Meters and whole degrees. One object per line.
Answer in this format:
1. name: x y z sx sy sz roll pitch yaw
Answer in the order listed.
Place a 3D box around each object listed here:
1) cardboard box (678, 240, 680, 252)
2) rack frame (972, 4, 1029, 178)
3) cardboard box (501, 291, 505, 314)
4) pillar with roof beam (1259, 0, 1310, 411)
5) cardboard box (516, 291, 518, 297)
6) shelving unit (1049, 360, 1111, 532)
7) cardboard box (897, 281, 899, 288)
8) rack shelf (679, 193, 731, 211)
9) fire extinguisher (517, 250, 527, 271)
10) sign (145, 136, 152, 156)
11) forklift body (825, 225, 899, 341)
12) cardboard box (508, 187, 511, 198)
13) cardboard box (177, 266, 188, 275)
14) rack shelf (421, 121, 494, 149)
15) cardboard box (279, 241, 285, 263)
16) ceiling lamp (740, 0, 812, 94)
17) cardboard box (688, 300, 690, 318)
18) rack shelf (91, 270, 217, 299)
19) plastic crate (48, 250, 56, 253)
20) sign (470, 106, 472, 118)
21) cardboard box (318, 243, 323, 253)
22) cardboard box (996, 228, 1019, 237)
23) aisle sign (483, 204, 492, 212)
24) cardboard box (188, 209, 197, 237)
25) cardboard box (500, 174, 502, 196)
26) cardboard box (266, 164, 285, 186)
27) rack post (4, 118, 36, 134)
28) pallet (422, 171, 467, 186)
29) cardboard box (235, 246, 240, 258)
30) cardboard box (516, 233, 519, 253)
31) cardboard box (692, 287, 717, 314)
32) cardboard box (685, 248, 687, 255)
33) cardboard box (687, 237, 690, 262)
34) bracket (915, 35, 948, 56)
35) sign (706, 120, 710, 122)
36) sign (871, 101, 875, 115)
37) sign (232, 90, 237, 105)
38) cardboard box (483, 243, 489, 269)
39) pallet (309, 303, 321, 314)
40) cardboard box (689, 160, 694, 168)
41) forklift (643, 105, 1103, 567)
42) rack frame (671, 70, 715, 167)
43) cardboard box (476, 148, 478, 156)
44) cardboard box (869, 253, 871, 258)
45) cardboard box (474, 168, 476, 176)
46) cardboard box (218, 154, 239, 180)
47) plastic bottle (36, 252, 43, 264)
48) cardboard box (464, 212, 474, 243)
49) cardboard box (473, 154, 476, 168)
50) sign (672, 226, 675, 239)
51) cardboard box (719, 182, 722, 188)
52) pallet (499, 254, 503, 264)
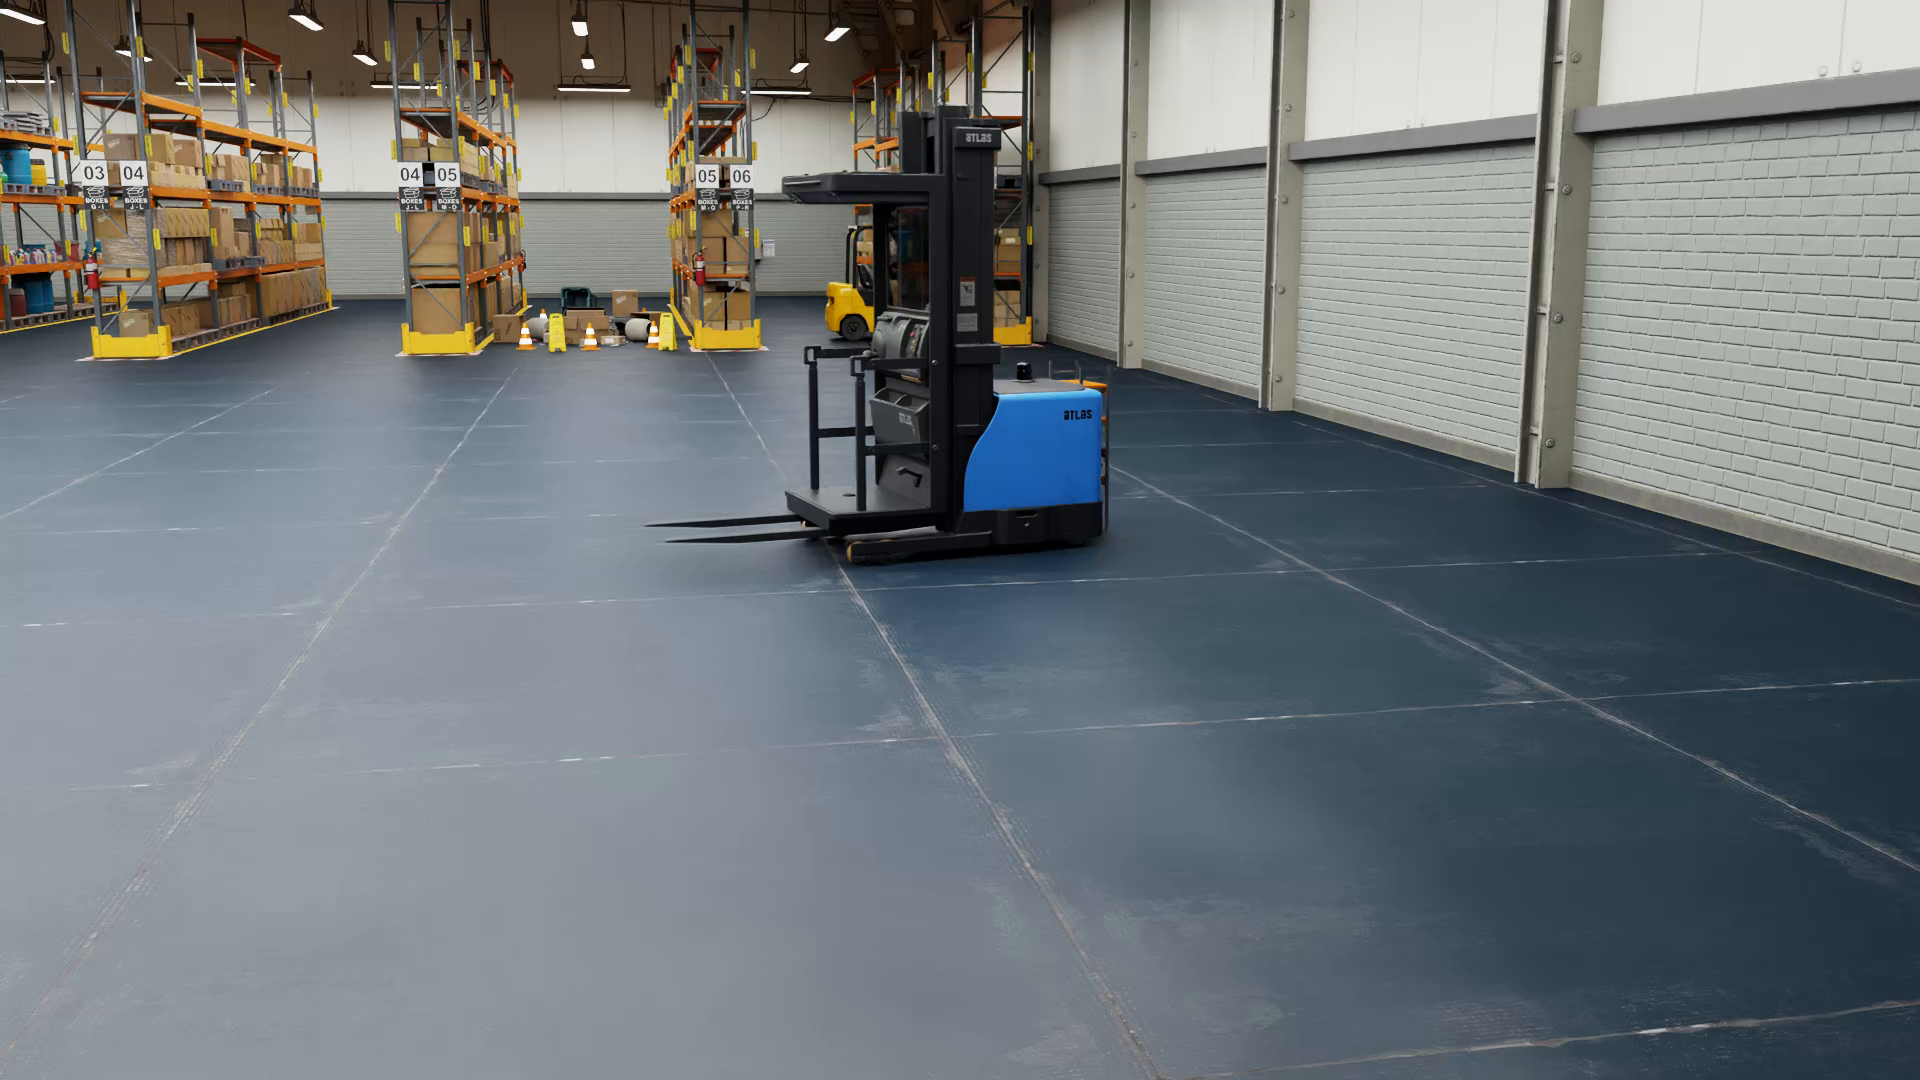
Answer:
1. cardboard box: -6.269 -6.815 38.543 0.500 0.250 0.500 -2 11 -12
2. rack frame: 0.722 -8.037 29.857 1.000 3.000 0.127 -2 11 -11
3. cardboard box: -10.426 -5.295 37.056 0.500 0.500 0.500 -3 11 -13
4. pillar with roof beam: -0.418 -5.840 18.314 9.100 9.000 0.400 -2 11 -11
5. cardboard box: -11.383 -6.224 42.078 0.380 0.149 0.250 -2 11 -10
6. shelving unit: 0.861 -0.687 12.098 0.258 1.200 0.503 -5 12 -23
7. cardboard box: -1.262 -5.985 38.945 0.380 0.149 0.250 -3 11 -14
8. rack shelf: -5.313 -7.130 35.034 1.077 0.370 4.000 -2 11 -11
9. fire extinguisher: -11.690 -7.487 44.213 0.296 0.674 0.183 -2 11 -11
10. sign: -13.335 -6.471 27.314 0.100 0.325 0.005 -2 11 -11
11. forklift body: -1.436 -4.955 31.976 2.313 2.155 1.214 -2 11 -11
12. cardboard box: -11.147 -8.406 40.216 0.500 0.250 0.500 -2 11 -8
13. cardboard box: -13.885 -4.765 29.380 0.380 0.149 0.250 -2 11 -11
14. rack shelf: -10.149 -8.208 33.748 1.077 0.370 4.000 -2 11 -11
15. cardboard box: -15.644 -6.536 37.748 0.500 0.500 0.500 -2 11 -12
16. ceiling lamp: -5.195 -14.246 46.867 2.000 3.185 0.800 -2 11 -11
17. cardboard box: -5.309 -4.913 35.393 0.950 0.372 0.625 -2 11 -9
18. rack shelf: -14.256 -4.562 29.567 1.077 0.370 4.000 -2 11 -11
19. plastic crate: -21.798 -6.896 40.195 0.416 0.233 0.300 -2 11 -11
20. sign: -12.626 -11.070 43.081 0.100 0.325 0.005 -2 11 -11
21. cardboard box: -16.624 -7.476 42.560 0.500 0.250 0.500 -2 11 -12
22. cardboard box: 0.866 -5.673 30.684 0.380 0.149 0.250 -2 11 -12
23. aisle sign: -12.402 -8.925 43.610 0.394 0.787 0.004 -2 11 -11
24. cardboard box: -14.093 -5.713 29.952 0.500 0.500 0.500 -2 11 -11
25. cardboard box: -10.595 -7.998 37.404 0.500 0.500 0.500 -2 11 -11
26. cardboard box: -16.412 -8.669 39.540 0.700 0.500 0.500 -3 11 -14
27. rack post: -20.541 -8.904 35.749 0.937 0.300 0.954 -1 11 -5
28. pallet: -9.137 -6.276 28.863 1.003 0.211 1.213 -2 11 -11
29. cardboard box: -14.834 -5.860 33.699 0.396 0.266 0.258 -2 11 -13
30. cardboard box: -11.551 -7.580 42.435 0.500 0.500 0.500 -2 11 -11
31. cardboard box: -4.959 -4.651 32.334 0.500 0.500 0.500 -2 11 -9
32. cardboard box: -5.758 -6.237 35.990 0.380 0.149 0.250 -2 11 -11
33. cardboard box: -5.112 -5.747 32.806 0.500 0.500 0.500 -2 11 -11
34. bracket: -0.626 -11.602 38.960 0.076 0.066 4.783 -2 11 -11
35. sign: -6.723 -11.306 44.318 0.100 0.325 0.005 -2 11 -11
36. sign: -2.148 -10.720 41.239 0.100 0.325 0.005 -2 11 -11
37. sign: -16.750 -10.218 38.390 0.100 0.325 0.005 -2 11 -11
38. cardboard box: -9.598 -5.599 32.826 0.500 0.500 0.500 -2 11 -10
39. pallet: -16.513 -5.746 41.322 1.003 0.211 1.213 -2 11 -11
40. cardboard box: -4.833 -6.982 30.875 0.380 0.149 0.250 -2 11 -10
41. forklift: -0.583 -1.379 11.105 3.031 2.935 1.130 -4 12 -22
42. rack frame: -6.480 -10.057 40.468 1.000 3.000 0.127 -2 11 -11
43. cardboard box: -9.376 -7.386 31.605 0.380 0.149 0.250 -2 11 -11
44. cardboard box: -2.170 -7.406 43.255 0.380 0.149 0.250 -2 11 -12
45. cardboard box: -9.225 -6.854 30.944 0.380 0.149 0.250 -2 11 -11
46. cardboard box: -14.893 -7.521 33.561 0.500 0.500 0.500 -2 11 -10
47. plastic bottle: -20.470 -6.264 36.915 0.152 0.276 0.135 -2 11 -11
48. cardboard box: -9.189 -5.589 29.751 0.875 0.550 0.550 -2 11 -11
49. cardboard box: -9.314 -7.072 31.022 0.500 0.250 0.500 -2 11 -11
50. sign: -7.024 -7.554 40.833 0.100 0.325 0.005 -2 11 -11
51. cardboard box: -4.357 -6.659 31.310 0.380 0.149 0.250 -2 11 -12
52. pallet: -10.781 -6.210 36.816 1.213 0.211 1.003 -2 11 -11
